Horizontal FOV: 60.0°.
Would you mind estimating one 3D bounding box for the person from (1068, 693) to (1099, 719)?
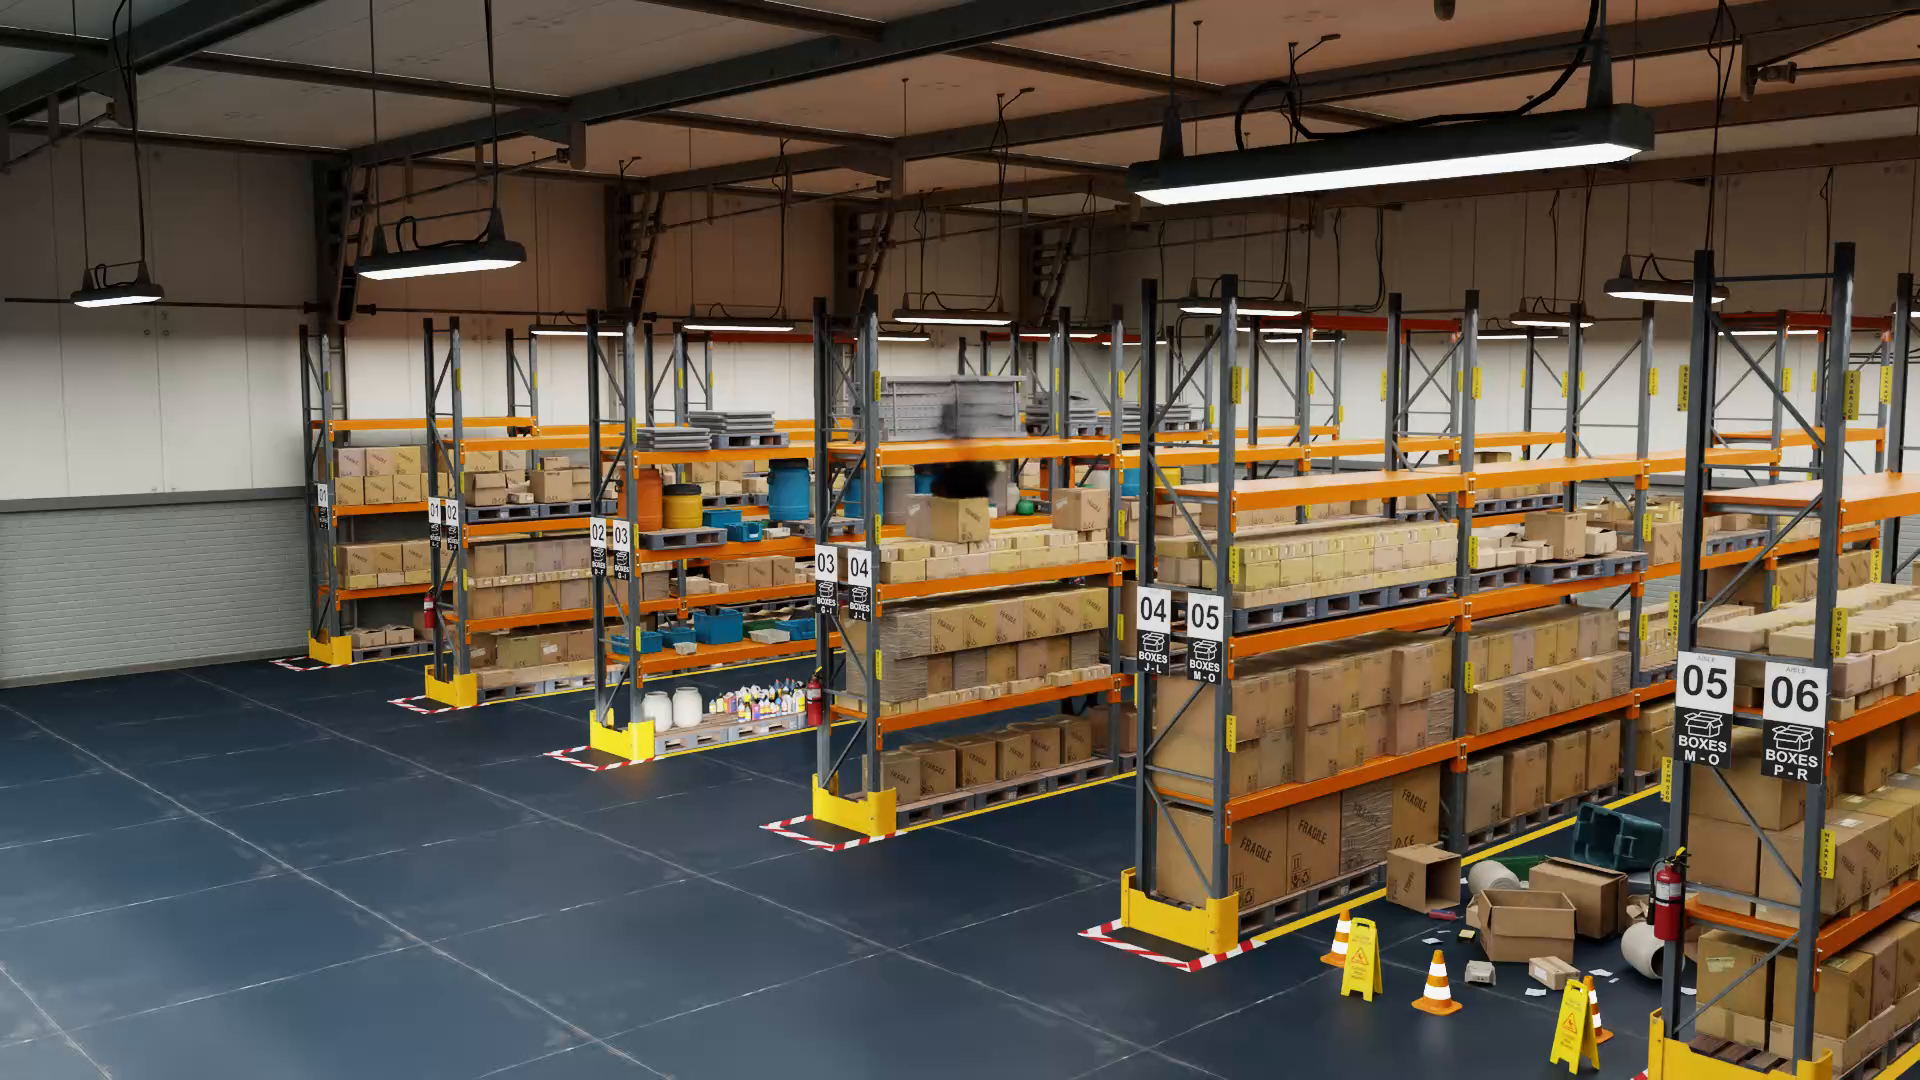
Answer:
[{"bbox_3d":[1.725,1.830,24.274,0.666,1.847,0.904,4,7,36],"label":"person"}]

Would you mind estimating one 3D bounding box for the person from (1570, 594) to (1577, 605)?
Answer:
[{"bbox_3d":[9.840,1.666,26.711,0.590,1.644,0.818,5,8,42],"label":"person"}]
